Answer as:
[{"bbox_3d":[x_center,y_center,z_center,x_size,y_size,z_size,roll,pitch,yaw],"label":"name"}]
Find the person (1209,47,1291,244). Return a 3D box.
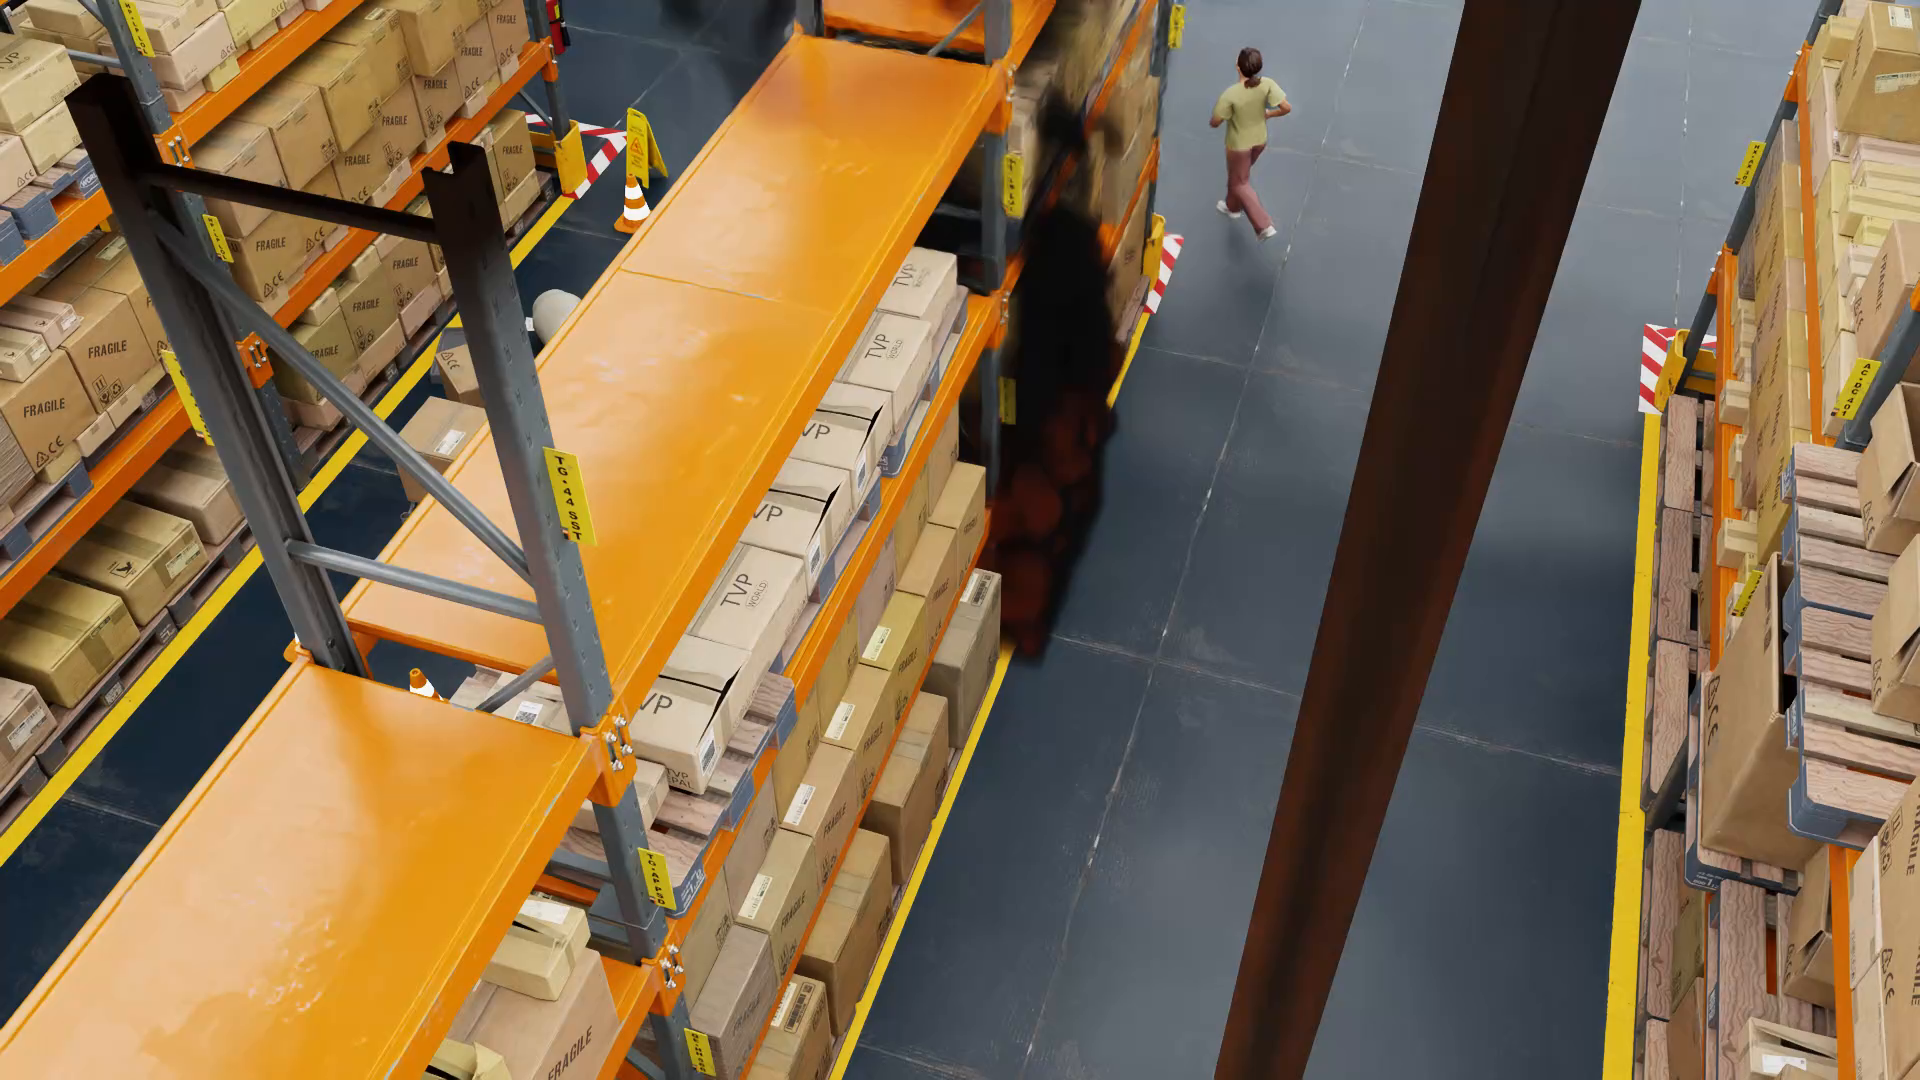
[{"bbox_3d":[2.193,-3.049,12.932,0.592,1.672,0.883,-17,48,-16],"label":"person"}]
